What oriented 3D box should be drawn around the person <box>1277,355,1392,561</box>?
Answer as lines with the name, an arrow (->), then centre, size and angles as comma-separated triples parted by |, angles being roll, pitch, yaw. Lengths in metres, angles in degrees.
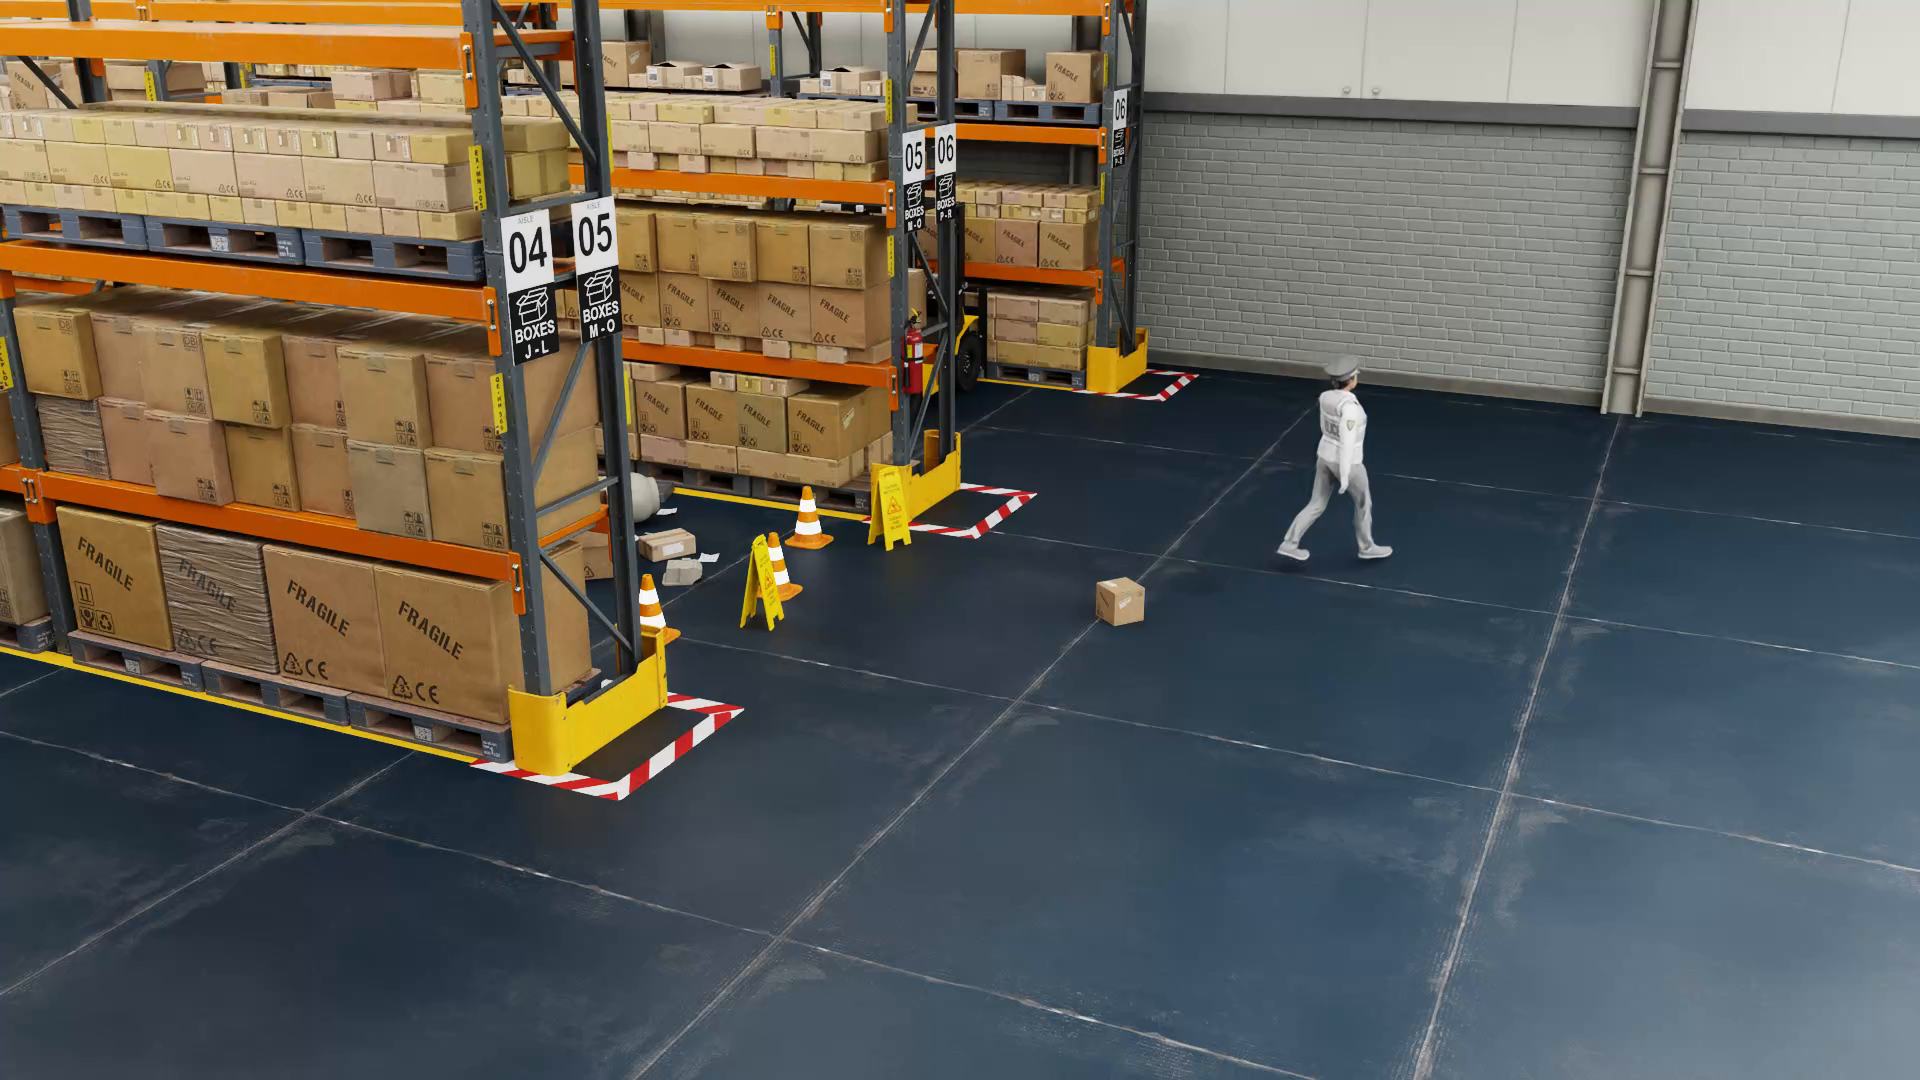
person -> 2.924, -0.624, 12.800 | 0.983, 1.640, 0.502 | -9, 21, -23
